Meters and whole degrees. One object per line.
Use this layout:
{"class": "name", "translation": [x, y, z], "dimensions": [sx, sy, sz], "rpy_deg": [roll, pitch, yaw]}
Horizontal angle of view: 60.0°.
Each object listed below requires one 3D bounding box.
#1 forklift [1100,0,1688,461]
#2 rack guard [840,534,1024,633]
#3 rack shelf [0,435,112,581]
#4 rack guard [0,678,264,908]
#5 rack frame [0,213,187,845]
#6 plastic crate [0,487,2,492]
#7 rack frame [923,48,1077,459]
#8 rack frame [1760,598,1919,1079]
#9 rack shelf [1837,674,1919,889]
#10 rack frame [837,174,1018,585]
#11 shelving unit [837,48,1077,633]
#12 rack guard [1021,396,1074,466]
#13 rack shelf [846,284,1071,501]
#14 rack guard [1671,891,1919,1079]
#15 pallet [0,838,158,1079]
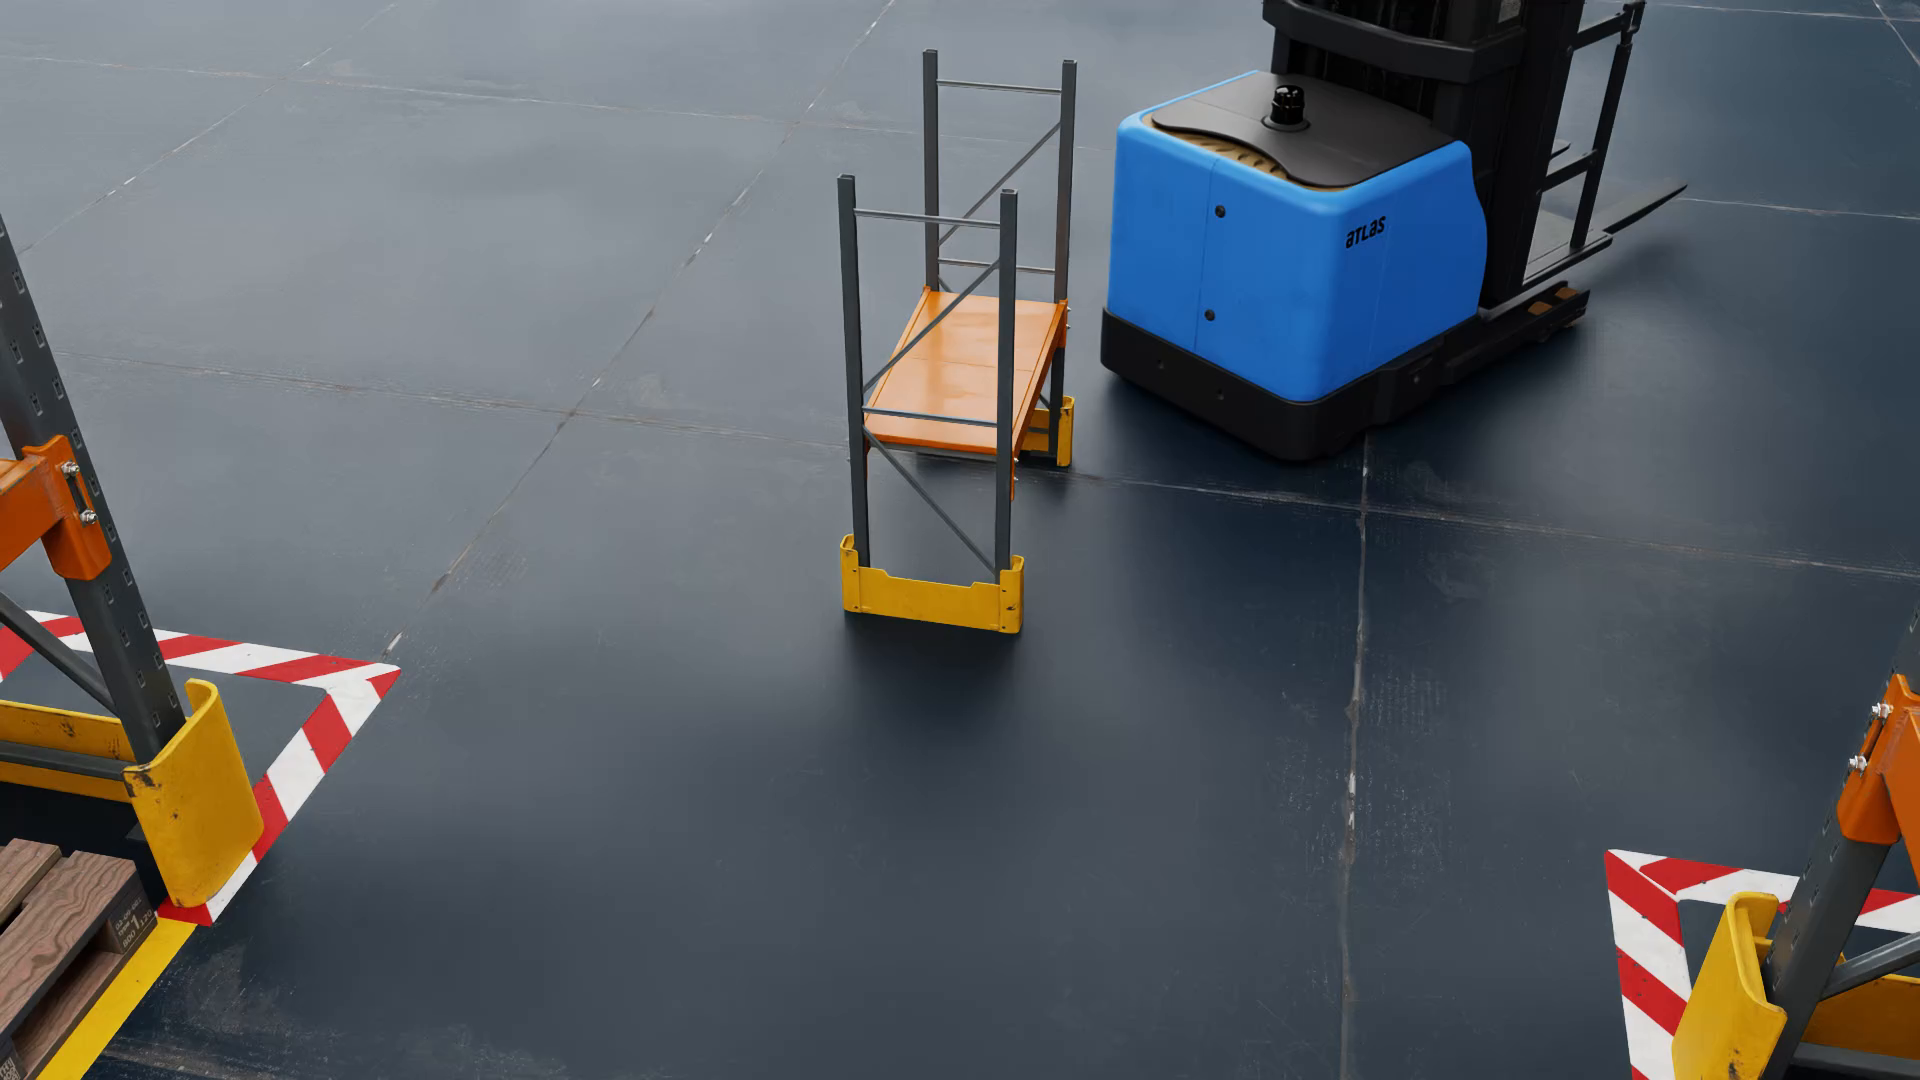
{"class": "forklift", "translation": [1.994, -2.209, 6.300], "dimensions": [3.031, 2.935, 1.130], "rpy_deg": [-28, 44, -33]}
{"class": "rack guard", "translation": [-0.090, 0.141, 5.343], "dimensions": [0.587, 0.250, 0.087], "rpy_deg": [7, 37, 10]}
{"class": "rack shelf", "translation": [-2.991, 0.984, 2.449], "dimensions": [1.077, 0.370, 4.000], "rpy_deg": [7, 37, 10]}
{"class": "rack guard", "translation": [-2.534, 0.608, 4.485], "dimensions": [1.175, 0.500, 0.348], "rpy_deg": [7, 37, 10]}
{"class": "rack frame", "translation": [-2.564, -0.454, 3.820], "dimensions": [1.000, 3.000, 0.127], "rpy_deg": [7, 37, 10]}
{"class": "plastic crate", "translation": [-2.378, -0.069, 3.416], "dimensions": [0.499, 0.251, 0.616], "rpy_deg": [7, 37, 10]}
{"class": "rack frame", "translation": [0.127, -0.948, 5.779], "dimensions": [0.500, 1.500, 0.032], "rpy_deg": [7, 37, 10]}
{"class": "rack frame", "translation": [2.274, 0.169, 2.960], "dimensions": [1.000, 3.000, 0.127], "rpy_deg": [7, 37, 10]}
{"class": "rack shelf", "translation": [1.847, 1.607, 1.589], "dimensions": [1.077, 0.370, 4.000], "rpy_deg": [7, 37, 10]}
{"class": "rack frame", "translation": [-0.090, -0.365, 4.975], "dimensions": [0.500, 1.500, 0.032], "rpy_deg": [7, 37, 10]}
{"class": "shelving unit", "translation": [0.016, -0.651, 5.370], "dimensions": [0.587, 1.500, 1.083], "rpy_deg": [7, 37, 10]}
{"class": "rack guard", "translation": [0.123, -0.430, 6.131], "dimensions": [0.587, 0.250, 0.087], "rpy_deg": [7, 37, 10]}
{"class": "rack shelf", "translation": [0.018, -0.511, 5.483], "dimensions": [0.538, 0.185, 1.000], "rpy_deg": [7, 37, 10]}
{"class": "rack guard", "translation": [2.280, 1.168, 3.713], "dimensions": [1.175, 0.500, 0.348], "rpy_deg": [7, 37, 10]}
{"class": "pallet", "translation": [-2.713, 1.190, 3.928], "dimensions": [1.003, 0.211, 1.213], "rpy_deg": [7, 37, 10]}
